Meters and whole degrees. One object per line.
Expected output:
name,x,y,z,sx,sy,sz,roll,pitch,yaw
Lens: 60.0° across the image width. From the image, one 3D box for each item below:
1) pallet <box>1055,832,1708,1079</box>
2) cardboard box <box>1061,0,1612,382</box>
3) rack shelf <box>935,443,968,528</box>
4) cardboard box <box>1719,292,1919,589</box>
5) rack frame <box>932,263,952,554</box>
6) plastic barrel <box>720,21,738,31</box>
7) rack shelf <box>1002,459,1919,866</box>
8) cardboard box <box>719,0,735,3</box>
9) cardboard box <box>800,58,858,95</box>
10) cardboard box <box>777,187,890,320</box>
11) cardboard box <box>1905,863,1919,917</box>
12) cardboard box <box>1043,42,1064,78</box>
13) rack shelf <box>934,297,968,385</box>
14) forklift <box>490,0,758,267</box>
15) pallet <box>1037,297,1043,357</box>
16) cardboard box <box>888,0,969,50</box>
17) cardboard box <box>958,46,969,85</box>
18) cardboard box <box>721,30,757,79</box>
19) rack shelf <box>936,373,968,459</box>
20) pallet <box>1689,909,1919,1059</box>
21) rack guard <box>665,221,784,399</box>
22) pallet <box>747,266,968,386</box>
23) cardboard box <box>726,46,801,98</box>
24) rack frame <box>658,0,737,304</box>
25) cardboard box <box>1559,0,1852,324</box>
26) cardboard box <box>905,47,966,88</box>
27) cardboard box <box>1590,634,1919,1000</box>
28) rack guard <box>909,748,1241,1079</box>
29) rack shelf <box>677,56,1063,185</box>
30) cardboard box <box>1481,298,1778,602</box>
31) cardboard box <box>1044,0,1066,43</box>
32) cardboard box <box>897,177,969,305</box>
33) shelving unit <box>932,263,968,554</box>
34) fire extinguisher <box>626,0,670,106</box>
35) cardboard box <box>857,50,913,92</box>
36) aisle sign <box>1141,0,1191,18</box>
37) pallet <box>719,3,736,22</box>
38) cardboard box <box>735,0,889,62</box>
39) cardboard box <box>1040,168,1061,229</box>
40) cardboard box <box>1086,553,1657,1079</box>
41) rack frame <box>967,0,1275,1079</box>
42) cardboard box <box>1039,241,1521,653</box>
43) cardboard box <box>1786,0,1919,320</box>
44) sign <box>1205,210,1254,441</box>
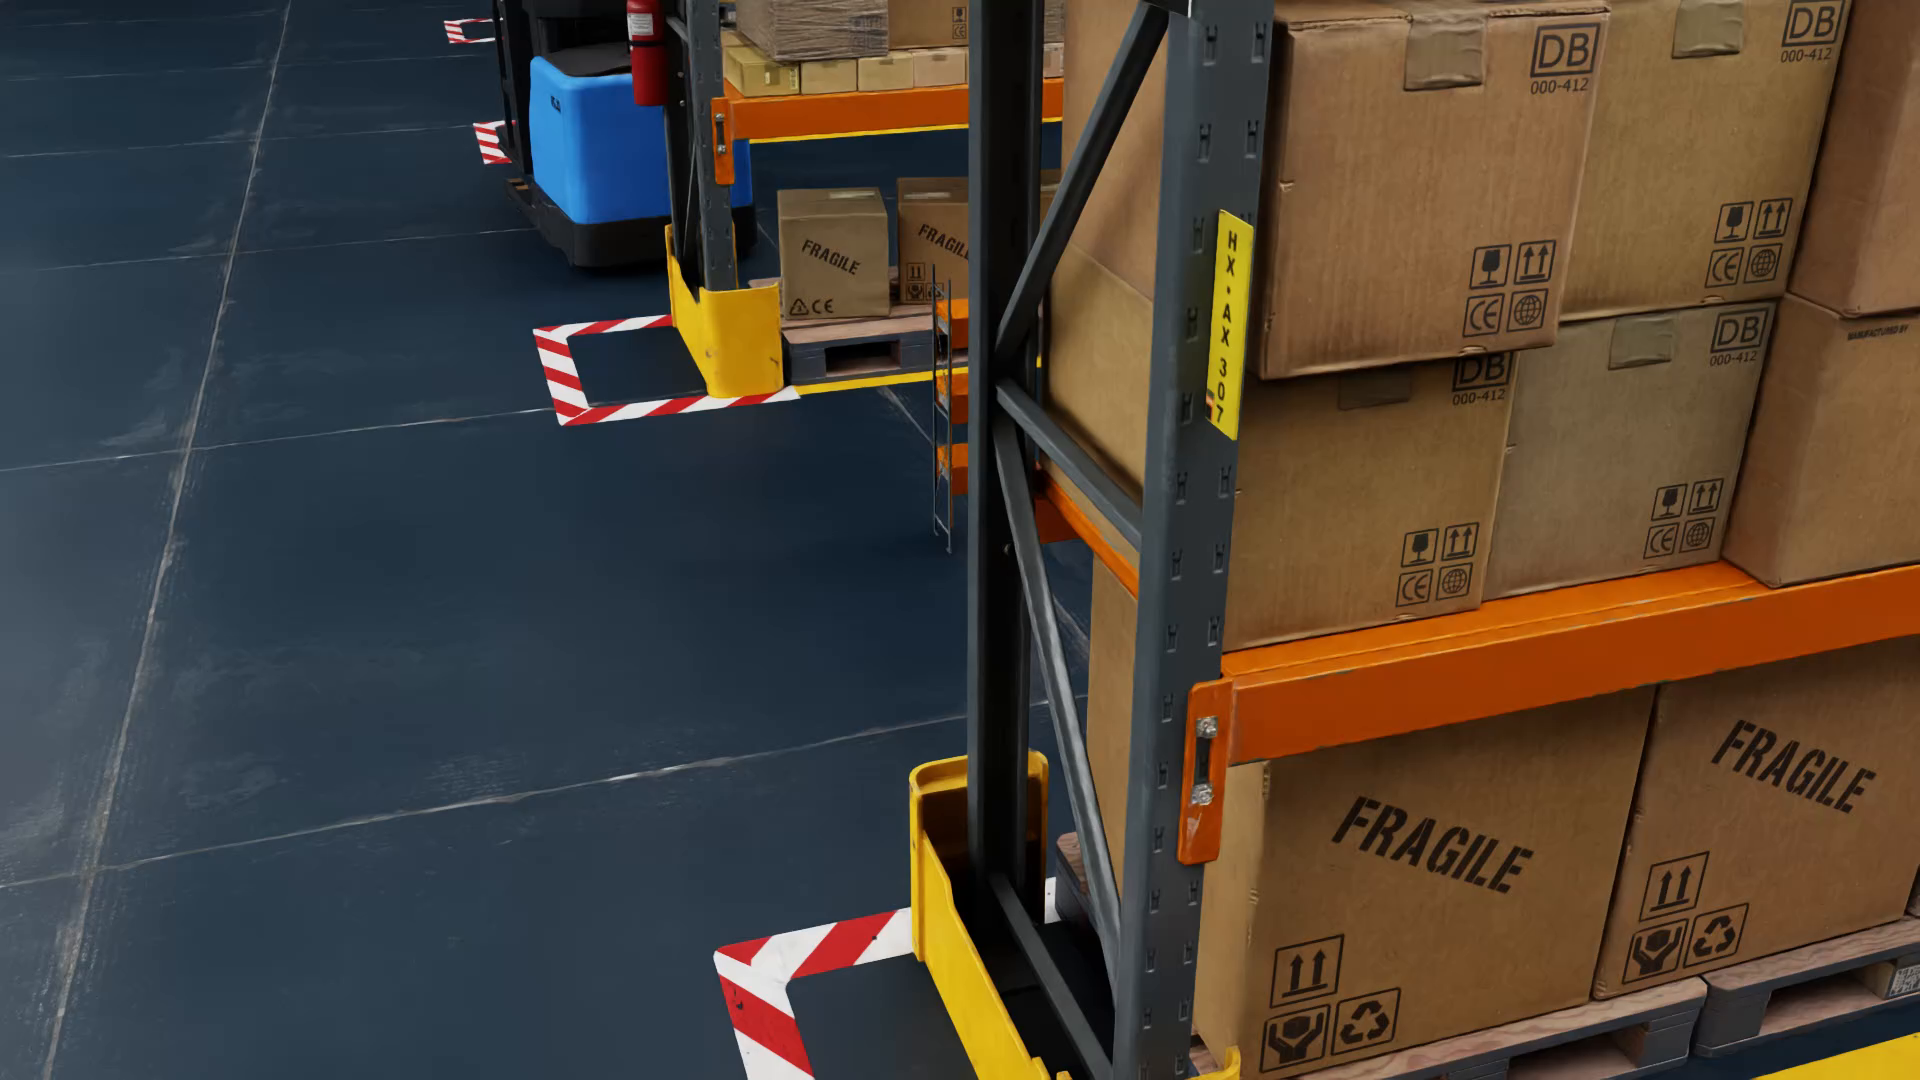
pallet,0.965,0.980,4.039,1.213,0.211,1.003,-8,28,-16
cardboard box,0.593,-0.712,2.927,0.550,0.550,0.875,-8,28,-16
rack shelf,0.051,-0.219,6.160,0.240,0.259,0.215,-8,28,-16
cardboard box,1.655,-0.372,3.458,0.550,0.550,0.875,-8,28,-16
rack frame,-0.065,-0.461,5.998,0.008,1.050,0.200,-8,28,-16
plastic barrel,-1.666,-3.597,12.448,0.421,0.512,0.421,0,26,0
rack shelf,2.130,-0.079,3.845,4.000,0.370,1.077,-8,28,-16
cardboard box,-2.270,-5.568,16.713,0.500,0.250,0.500,-8,28,-16
cardboard box,-0.623,-2.089,7.368,0.250,0.149,0.380,-8,28,-16
cardboard box,-0.612,-1.385,8.004,0.500,0.500,0.500,-3,27,-7
cardboard box,2.556,0.269,4.251,0.875,0.875,0.875,-8,28,-16
cardboard box,0.320,-2.238,7.667,0.250,0.149,0.380,-8,28,-16
rack shelf,0.051,-0.722,5.910,0.240,0.259,0.215,-8,28,-16
forklift,-2.239,-3.430,9.862,1.130,2.935,3.031,-12,29,-22
pallet,0.802,-1.262,8.554,1.213,0.211,1.003,-8,28,-16
cardboard box,-0.242,-2.599,7.665,0.500,0.500,0.875,-8,28,-16
cardboard box,0.091,-2.192,7.575,0.250,0.149,0.380,-8,28,-16
cardboard box,-1.004,-2.251,7.694,0.250,0.149,0.380,-8,28,-16
rack shelf,0.051,-0.468,6.036,0.240,0.259,0.215,-8,28,-16
pallet,2.123,0.813,4.374,1.213,0.211,1.003,-8,28,-16
rack guard,-1.139,-1.128,7.960,0.348,0.500,1.175,-8,28,-16
pallet,-0.356,-1.096,8.219,1.213,0.211,1.003,-8,28,-16
cardboard box,-0.867,-2.063,7.315,0.250,0.149,0.380,-8,28,-16
rack frame,-1.211,-2.237,7.383,0.127,3.000,1.000,-8,28,-16
cardboard box,1.088,-0.826,3.158,0.550,0.550,0.875,-8,28,-16
cardboard box,-0.149,-2.161,7.511,0.250,0.149,0.380,-8,28,-16
cardboard box,1.689,0.394,4.000,0.875,0.875,0.875,-9,28,-17
rack guard,0.206,0.997,3.680,0.348,0.500,1.175,-8,28,-16
rack shelf,0.690,-2.190,8.098,4.000,0.370,1.077,-8,28,-16
cardboard box,1.083,-0.348,3.410,0.550,0.550,0.875,-8,28,-16
cardboard box,0.247,-2.649,7.766,0.500,0.500,0.875,-8,28,-16
cardboard box,-0.055,-1.481,8.199,0.500,0.500,0.500,-1,26,-3
shelving unit,0.051,-0.478,6.031,0.252,1.050,0.215,-8,28,-16
fire extinguisher,-1.463,-2.382,7.761,0.183,0.674,0.296,-8,28,-16
cardboard box,-0.381,-2.117,7.424,0.250,0.149,0.380,-8,28,-16
aisle sign,0.254,-1.154,2.277,0.004,0.787,0.394,-8,28,-16
pallet,-2.403,-5.467,17.024,1.213,0.211,1.003,-8,28,-16
cardboard box,-0.680,-2.479,7.424,0.500,0.500,0.875,-8,28,-16
cardboard box,0.546,-1.560,8.357,0.500,0.500,0.500,-6,27,-11
cardboard box,0.853,0.516,3.754,0.875,0.875,0.875,-8,28,-16
rack frame,0.228,-0.126,3.131,0.127,3.000,1.000,-8,28,-16
cardboard box,0.567,-0.264,3.239,0.550,0.550,0.875,-8,28,-16
cardboard box,1.662,-0.846,3.198,0.550,0.550,0.875,-8,28,-16
sign,0.395,-0.314,2.446,0.005,0.325,0.100,-8,28,-16
